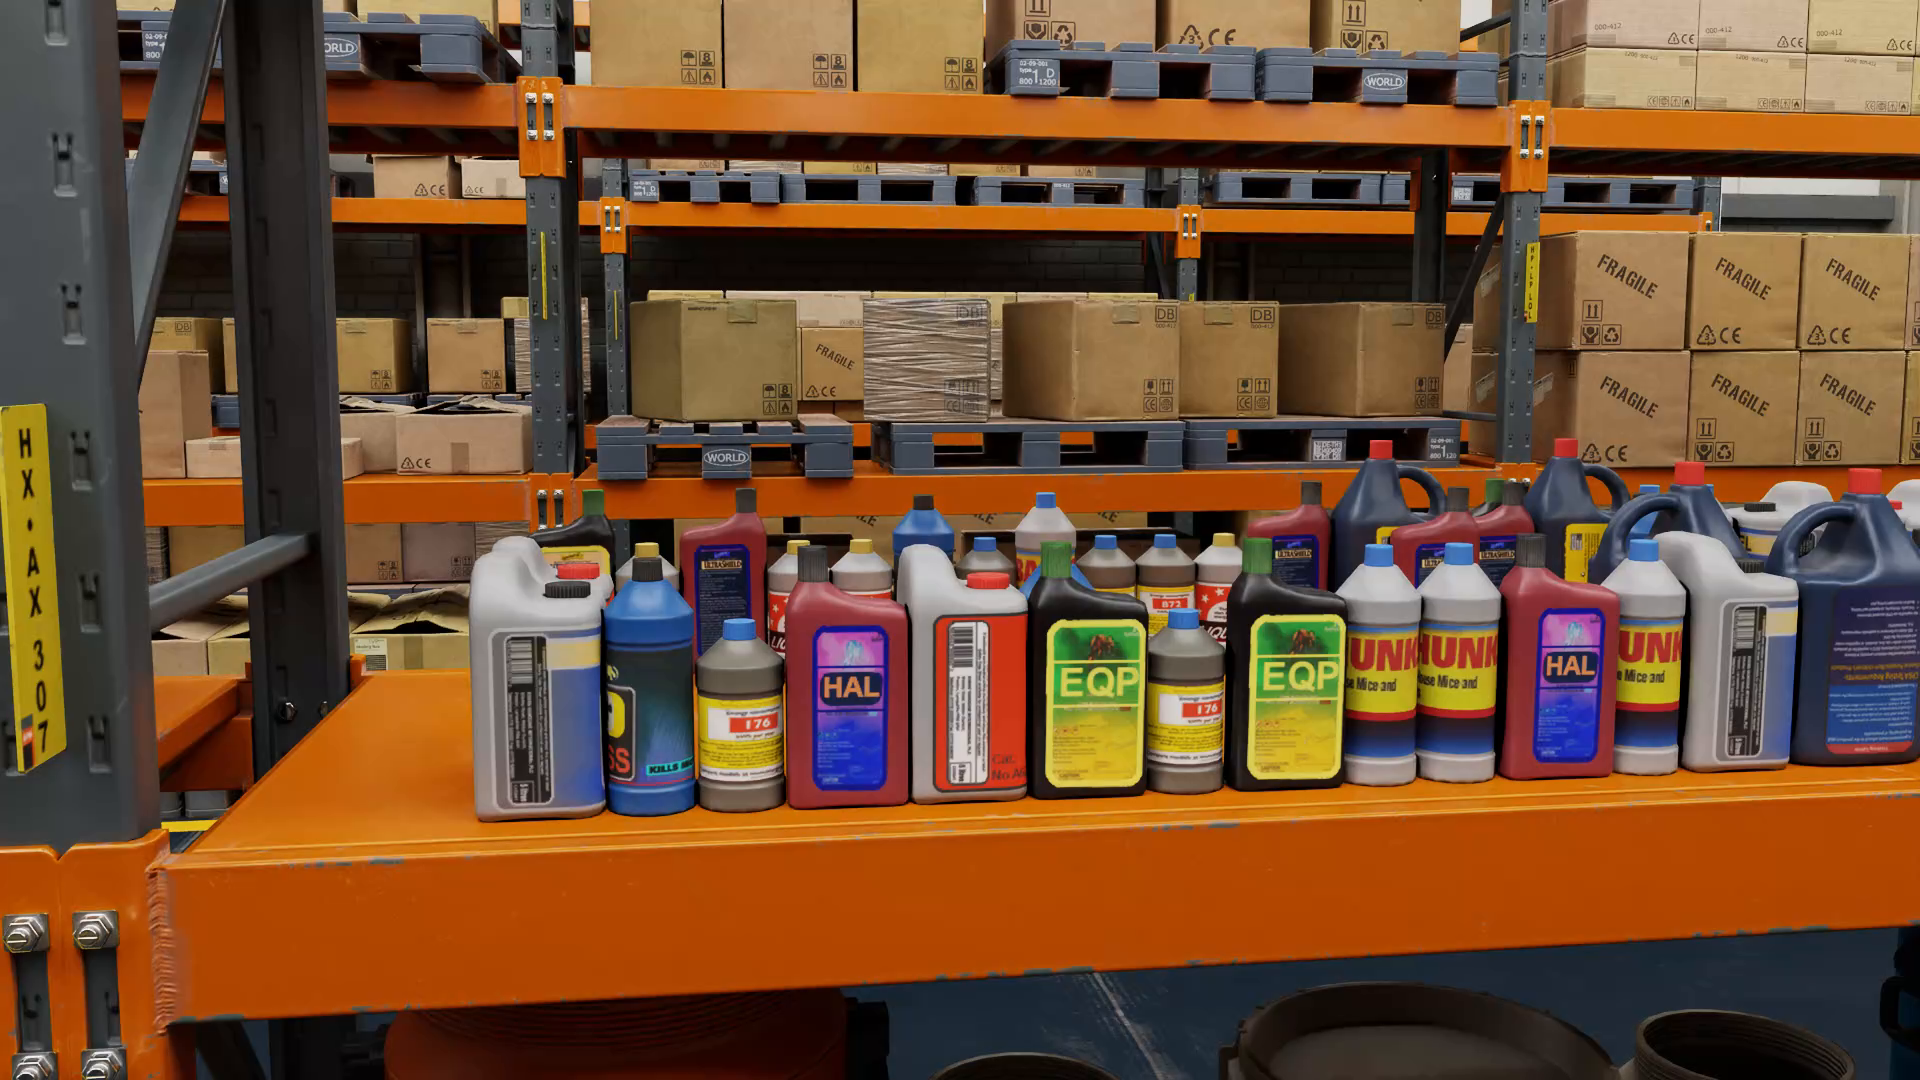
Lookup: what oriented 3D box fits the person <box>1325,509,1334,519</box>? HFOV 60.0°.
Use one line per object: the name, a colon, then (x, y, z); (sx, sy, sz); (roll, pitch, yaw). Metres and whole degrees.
person: (2.203, -0.182, 9.500); (0.491, 1.775, 0.567); (0, 6, -3)
